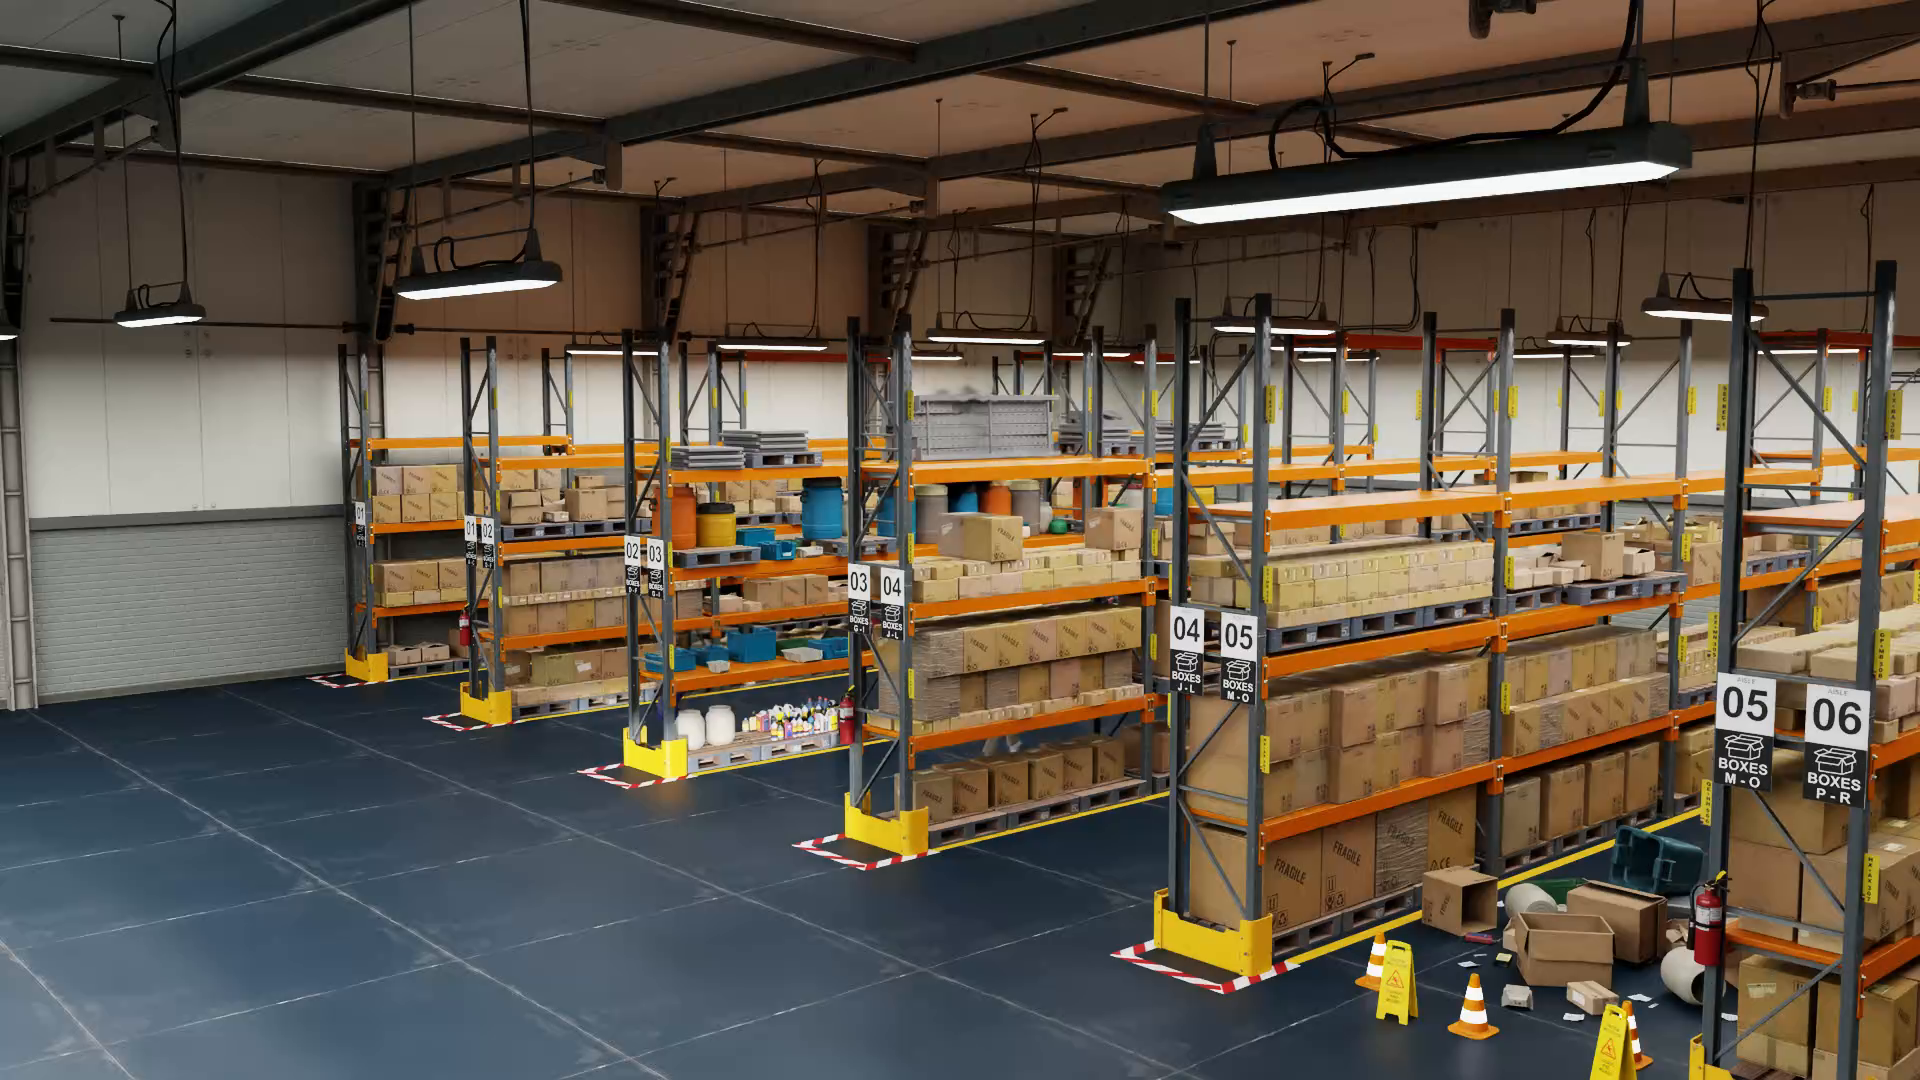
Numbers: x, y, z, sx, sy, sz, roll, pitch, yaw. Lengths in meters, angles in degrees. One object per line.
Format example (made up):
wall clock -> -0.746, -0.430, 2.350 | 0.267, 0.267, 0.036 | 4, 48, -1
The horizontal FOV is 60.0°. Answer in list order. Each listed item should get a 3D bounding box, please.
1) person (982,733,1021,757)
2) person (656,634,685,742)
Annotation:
person -> 0.505, 2.066, 21.887 | 0.562, 1.703, 0.893 | 5, 7, 44
person -> -4.254, 2.177, 24.487 | 0.551, 1.596, 0.603 | -5, 7, -43
